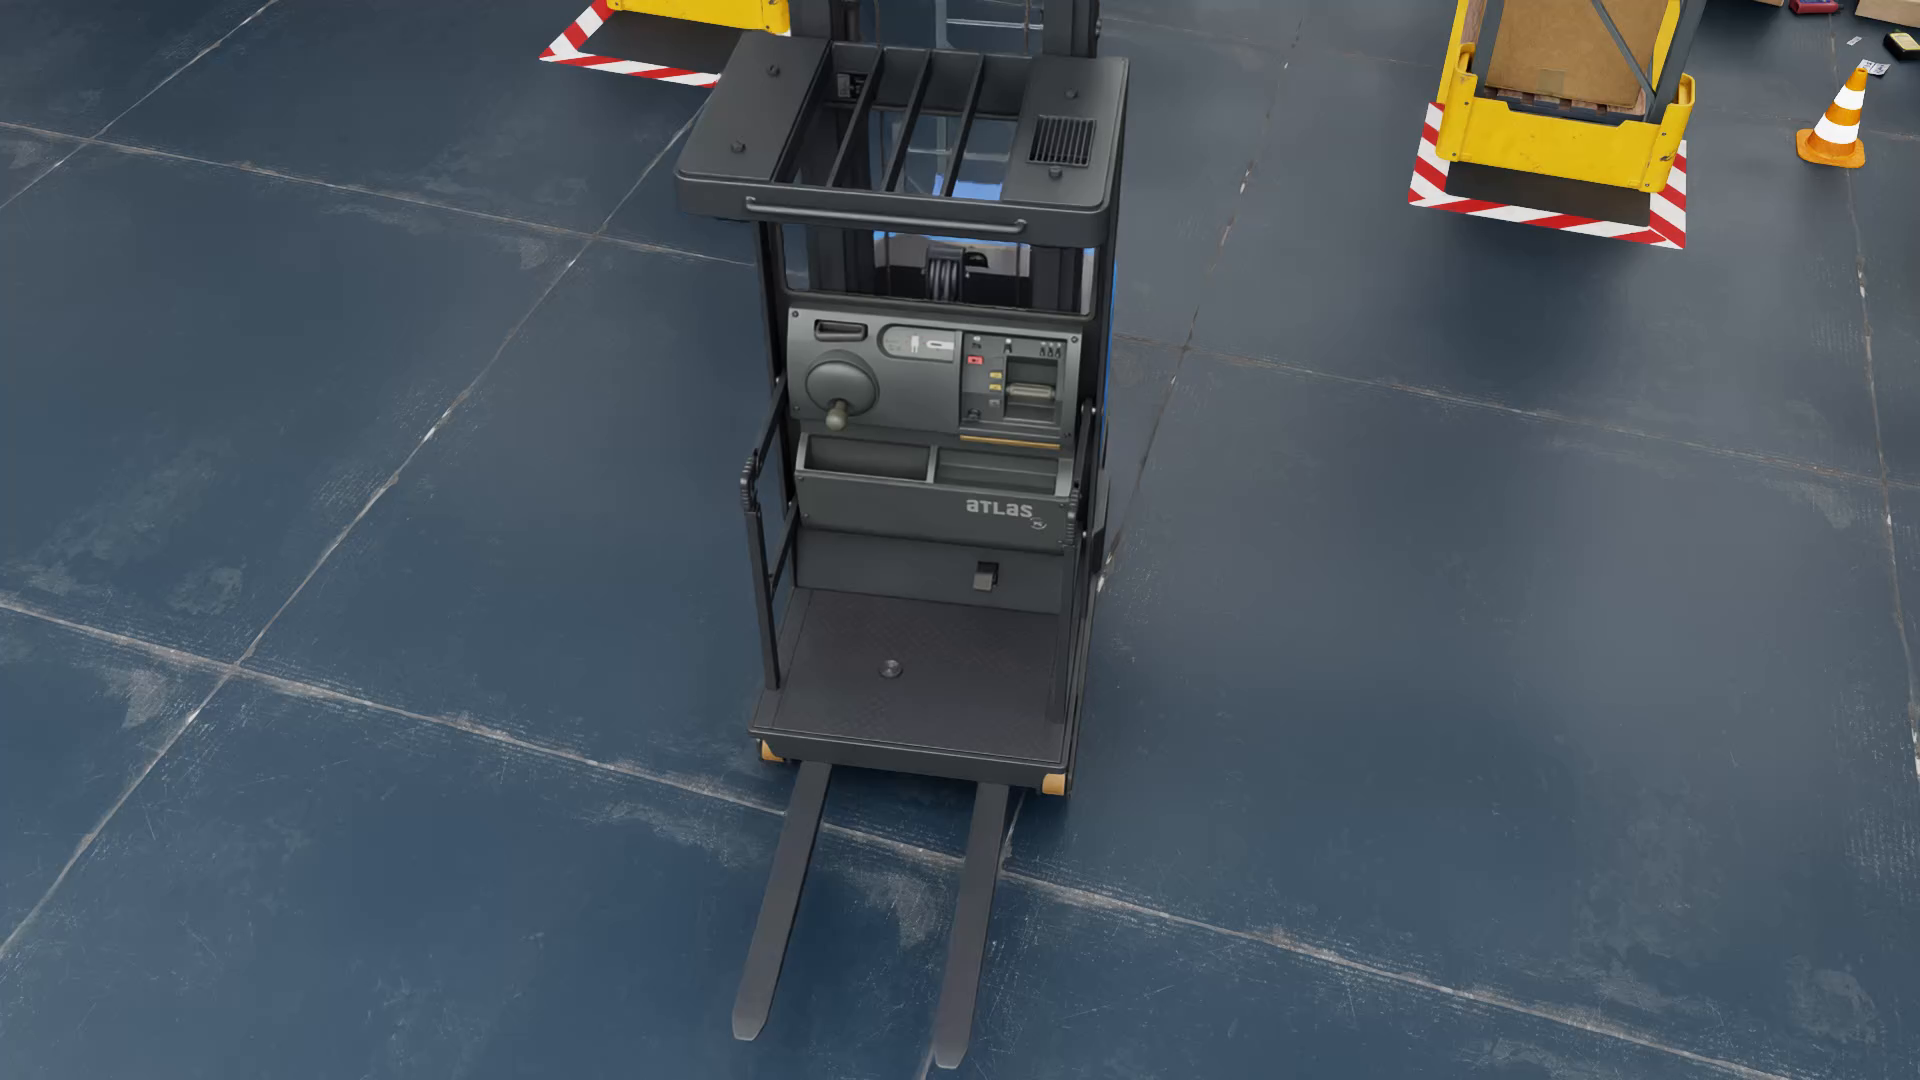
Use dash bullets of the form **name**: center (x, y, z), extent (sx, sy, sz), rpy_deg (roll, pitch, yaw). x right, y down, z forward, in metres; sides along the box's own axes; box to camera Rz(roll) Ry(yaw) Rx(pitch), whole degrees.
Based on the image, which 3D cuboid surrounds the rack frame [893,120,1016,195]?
- **rack frame**: center (-0.002, -0.995, 6.694), extent (0.500, 1.500, 0.032), rpy_deg (6, 45, 6)

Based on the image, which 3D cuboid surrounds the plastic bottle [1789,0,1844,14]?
- **plastic bottle**: center (5.153, -3.219, 9.996), extent (0.283, 0.061, 0.133), rpy_deg (-2, 44, -2)

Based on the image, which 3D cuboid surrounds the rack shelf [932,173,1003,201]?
- **rack shelf**: center (0.074, -1.218, 7.179), extent (0.538, 0.185, 1.000), rpy_deg (6, 45, 6)

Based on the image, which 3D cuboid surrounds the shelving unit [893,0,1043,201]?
- **shelving unit**: center (0.074, -1.346, 7.053), extent (0.538, 1.500, 1.048), rpy_deg (6, 45, 6)

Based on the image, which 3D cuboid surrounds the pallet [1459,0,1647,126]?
- **pallet**: center (3.298, -2.658, 9.315), extent (1.003, 0.211, 1.213), rpy_deg (13, 46, 13)

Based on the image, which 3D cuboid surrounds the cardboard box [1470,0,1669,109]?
- **cardboard box**: center (3.273, -2.962, 8.851), extent (0.875, 0.875, 0.875), rpy_deg (13, 46, 13)

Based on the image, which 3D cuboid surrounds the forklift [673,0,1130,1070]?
- **forklift**: center (7.913, -4.253, 9.001), extent (15.389, 2.935, 16.233), rpy_deg (6, 45, 6)

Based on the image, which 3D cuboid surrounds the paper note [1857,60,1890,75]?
- **paper note**: center (5.211, -2.701, 9.490), extent (0.144, 0.017, 0.142), rpy_deg (28, 51, 26)

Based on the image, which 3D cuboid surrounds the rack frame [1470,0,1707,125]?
- **rack frame**: center (3.131, -3.105, 7.778), extent (1.000, 3.000, 0.127), rpy_deg (13, 46, 13)

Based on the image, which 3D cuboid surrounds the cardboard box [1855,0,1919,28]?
- **cardboard box**: center (5.577, -3.258, 9.890), extent (0.396, 0.266, 0.258), rpy_deg (20, 48, 19)

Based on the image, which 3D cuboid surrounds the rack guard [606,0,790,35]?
- **rack guard**: center (-1.543, -3.380, 9.847), extent (1.175, 0.500, 0.348), rpy_deg (13, 46, 13)

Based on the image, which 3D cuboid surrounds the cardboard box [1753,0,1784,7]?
- **cardboard box**: center (4.850, -3.627, 10.097), extent (0.500, 0.500, 0.500), rpy_deg (20, 48, 19)

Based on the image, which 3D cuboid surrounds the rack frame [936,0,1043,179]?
- **rack frame**: center (0.149, -1.698, 7.413), extent (0.500, 1.500, 0.032), rpy_deg (6, 45, 6)
